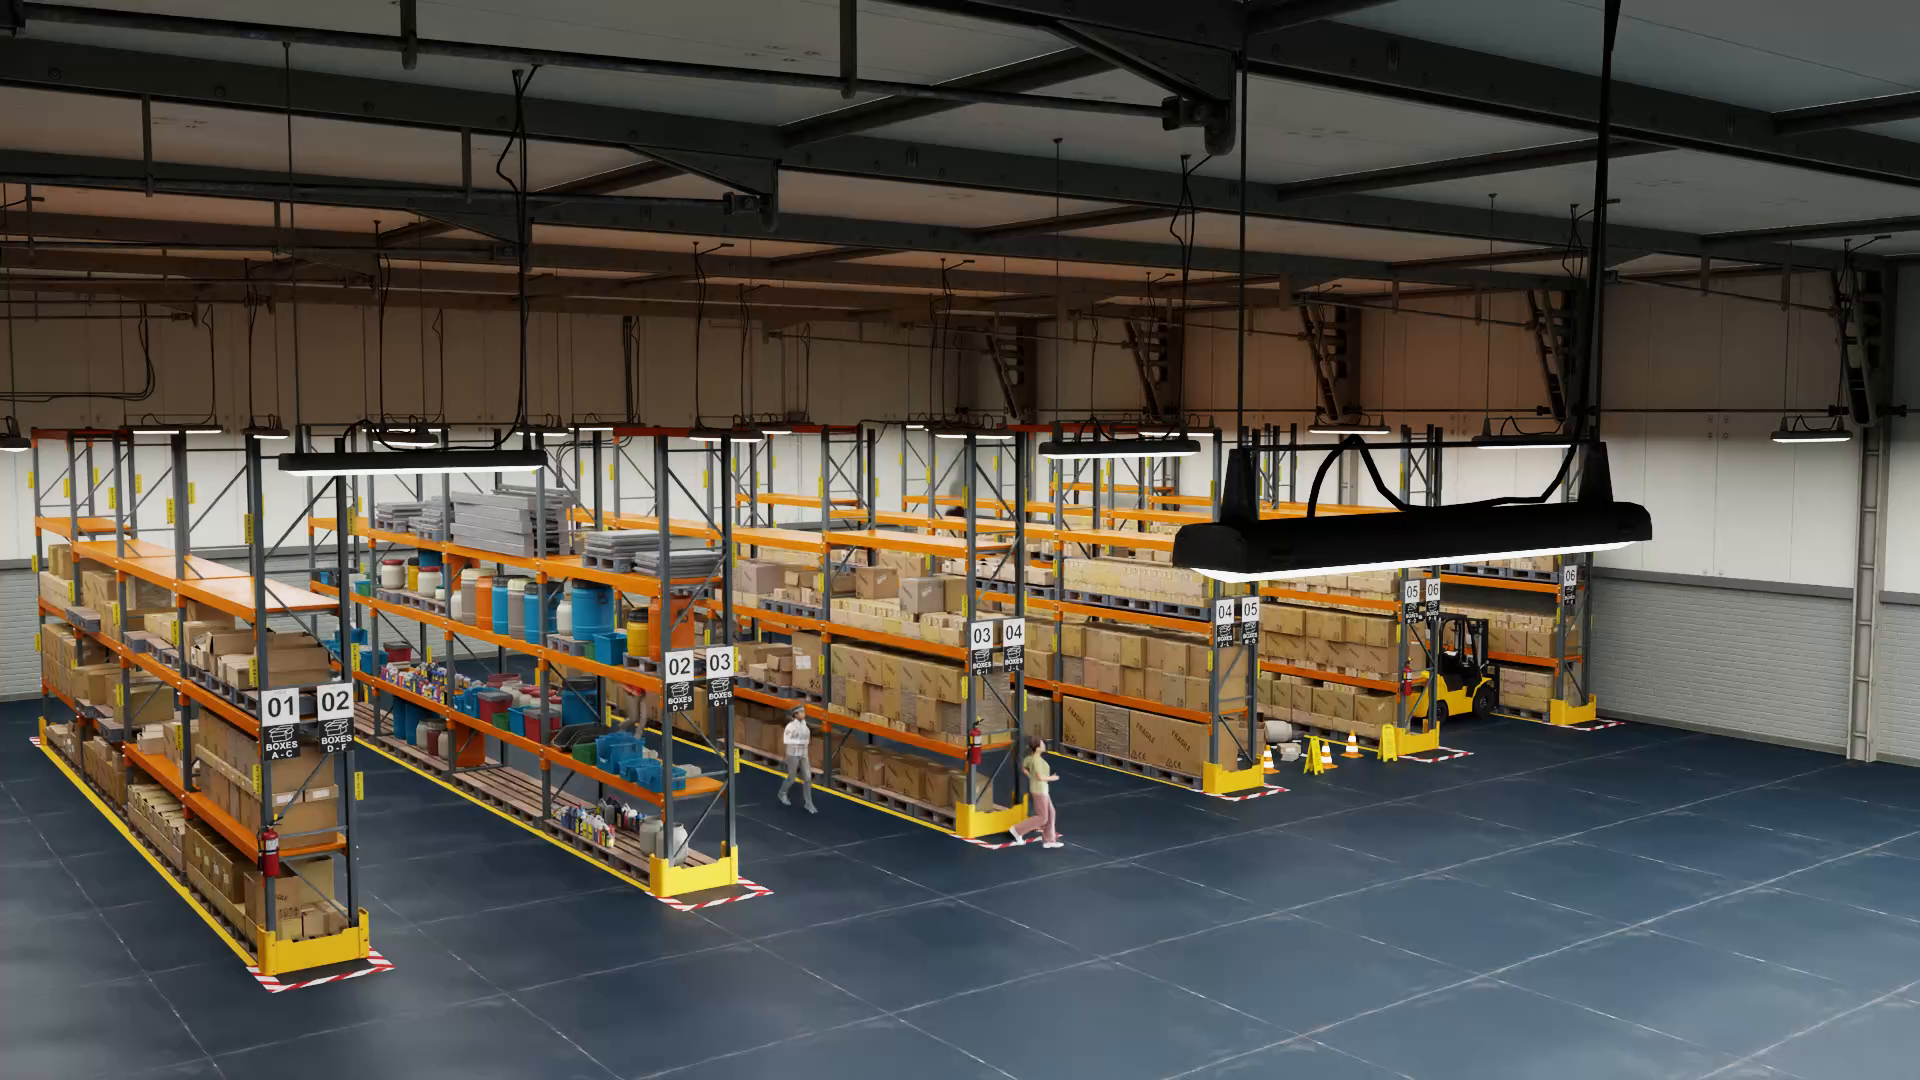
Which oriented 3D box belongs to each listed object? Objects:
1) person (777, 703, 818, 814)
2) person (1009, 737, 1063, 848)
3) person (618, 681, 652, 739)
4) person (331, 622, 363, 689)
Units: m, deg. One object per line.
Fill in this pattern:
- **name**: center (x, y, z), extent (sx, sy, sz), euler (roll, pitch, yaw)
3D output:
- **person**: center (-2.598, 3.426, 26.241), extent (0.848, 1.732, 0.588), euler (4, 6, 41)
- **person**: center (1.095, 3.635, 23.909), extent (0.822, 1.641, 0.587), euler (-1, 5, -11)
- **person**: center (-6.175, 3.018, 31.525), extent (0.680, 1.676, 0.645), euler (4, 6, 42)
- **person**: center (-13.363, 2.664, 36.132), extent (0.656, 1.717, 0.878), euler (4, 6, 44)
